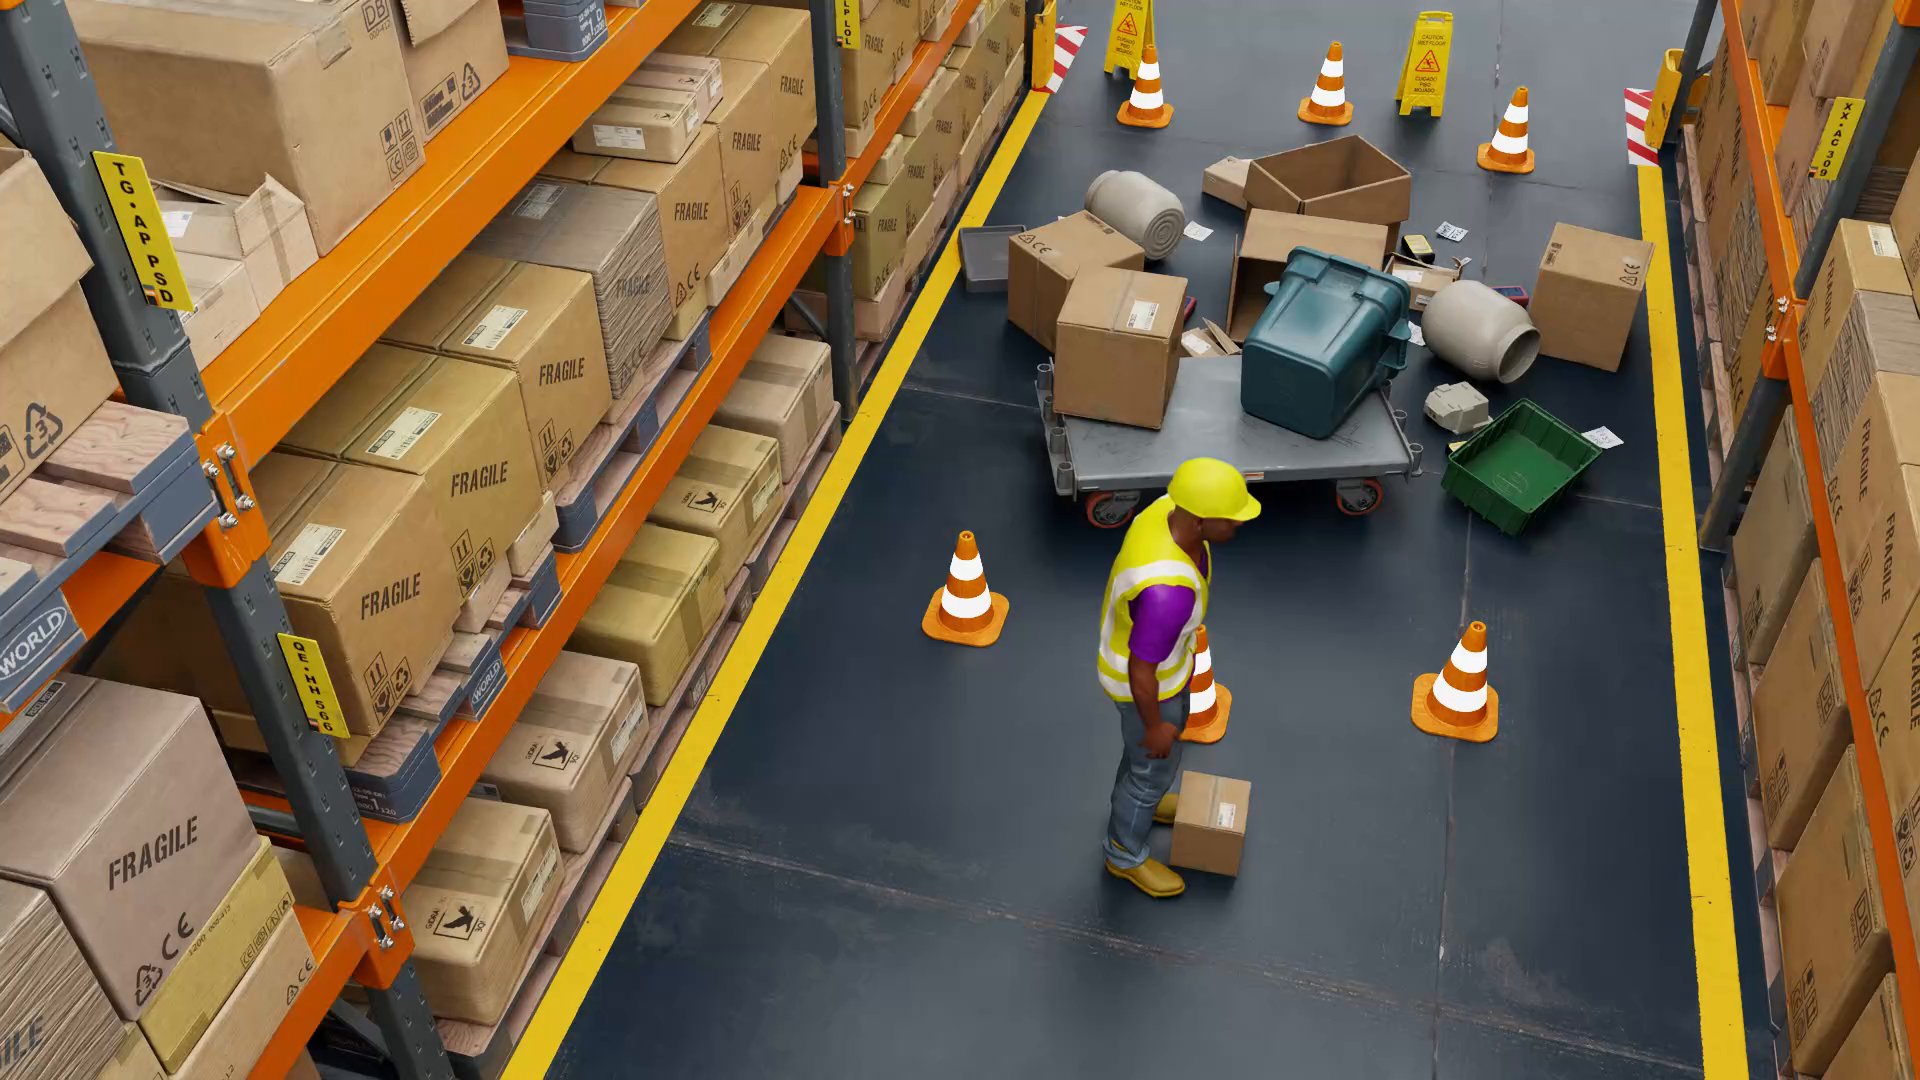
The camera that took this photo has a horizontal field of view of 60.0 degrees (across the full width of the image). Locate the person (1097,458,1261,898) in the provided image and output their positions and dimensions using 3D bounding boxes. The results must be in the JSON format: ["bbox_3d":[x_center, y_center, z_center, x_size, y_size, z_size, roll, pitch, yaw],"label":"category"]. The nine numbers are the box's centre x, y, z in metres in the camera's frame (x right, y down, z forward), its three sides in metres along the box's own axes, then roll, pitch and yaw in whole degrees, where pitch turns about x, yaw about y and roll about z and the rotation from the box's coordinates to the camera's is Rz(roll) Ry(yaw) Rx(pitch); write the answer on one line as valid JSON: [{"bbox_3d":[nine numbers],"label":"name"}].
[{"bbox_3d":[0.700,0.437,5.638,0.463,1.759,0.632,9,42,11],"label":"person"}]
